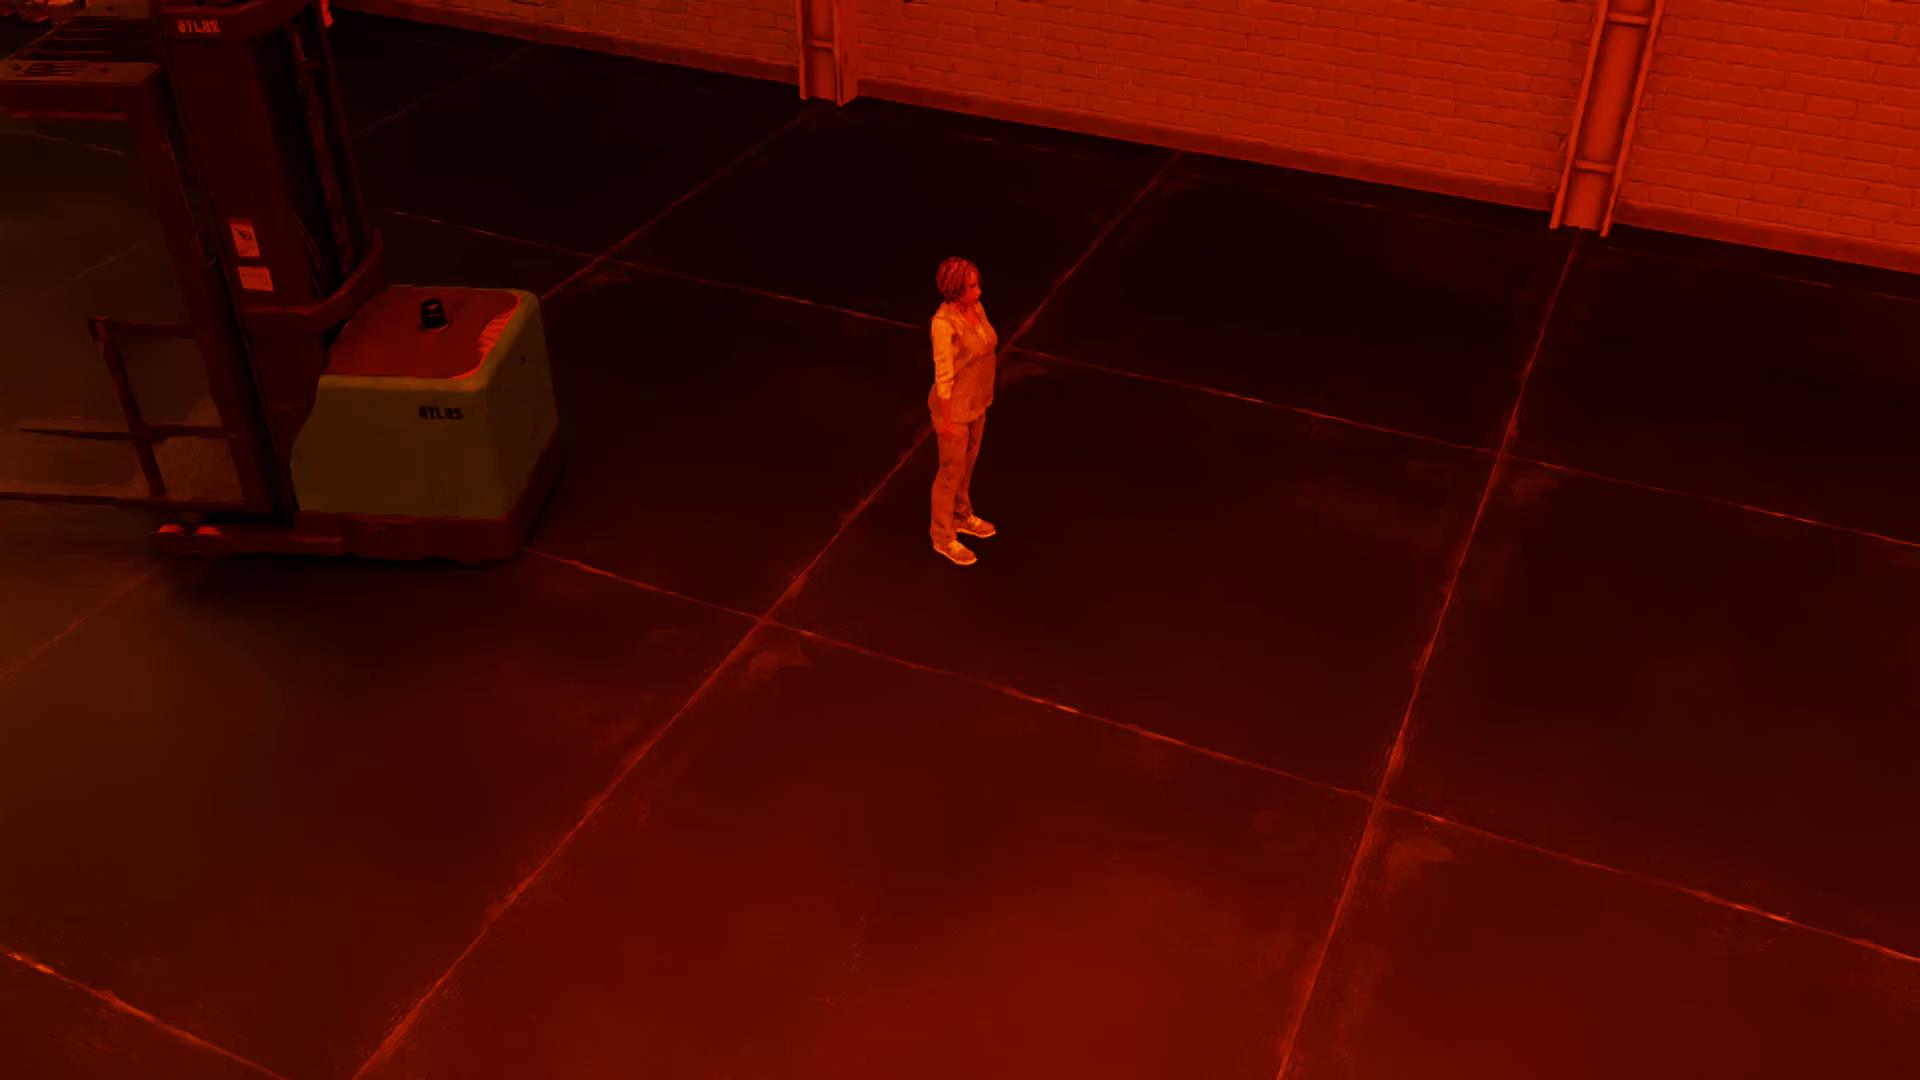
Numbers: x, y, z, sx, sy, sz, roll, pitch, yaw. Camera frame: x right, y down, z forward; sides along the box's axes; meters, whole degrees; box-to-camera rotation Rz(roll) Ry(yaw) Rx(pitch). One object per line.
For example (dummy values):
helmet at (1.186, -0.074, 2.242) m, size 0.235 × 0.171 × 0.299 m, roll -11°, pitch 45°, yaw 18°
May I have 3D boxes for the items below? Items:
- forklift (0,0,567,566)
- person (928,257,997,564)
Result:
forklift at (-3.698, -1.402, 8.053) m, size 3.031 × 2.935 × 1.130 m, roll 3°, pitch 36°, yaw 4°
person at (0.008, -0.649, 8.143) m, size 0.310 × 1.604 × 0.405 m, roll 15°, pitch 38°, yaw 20°
